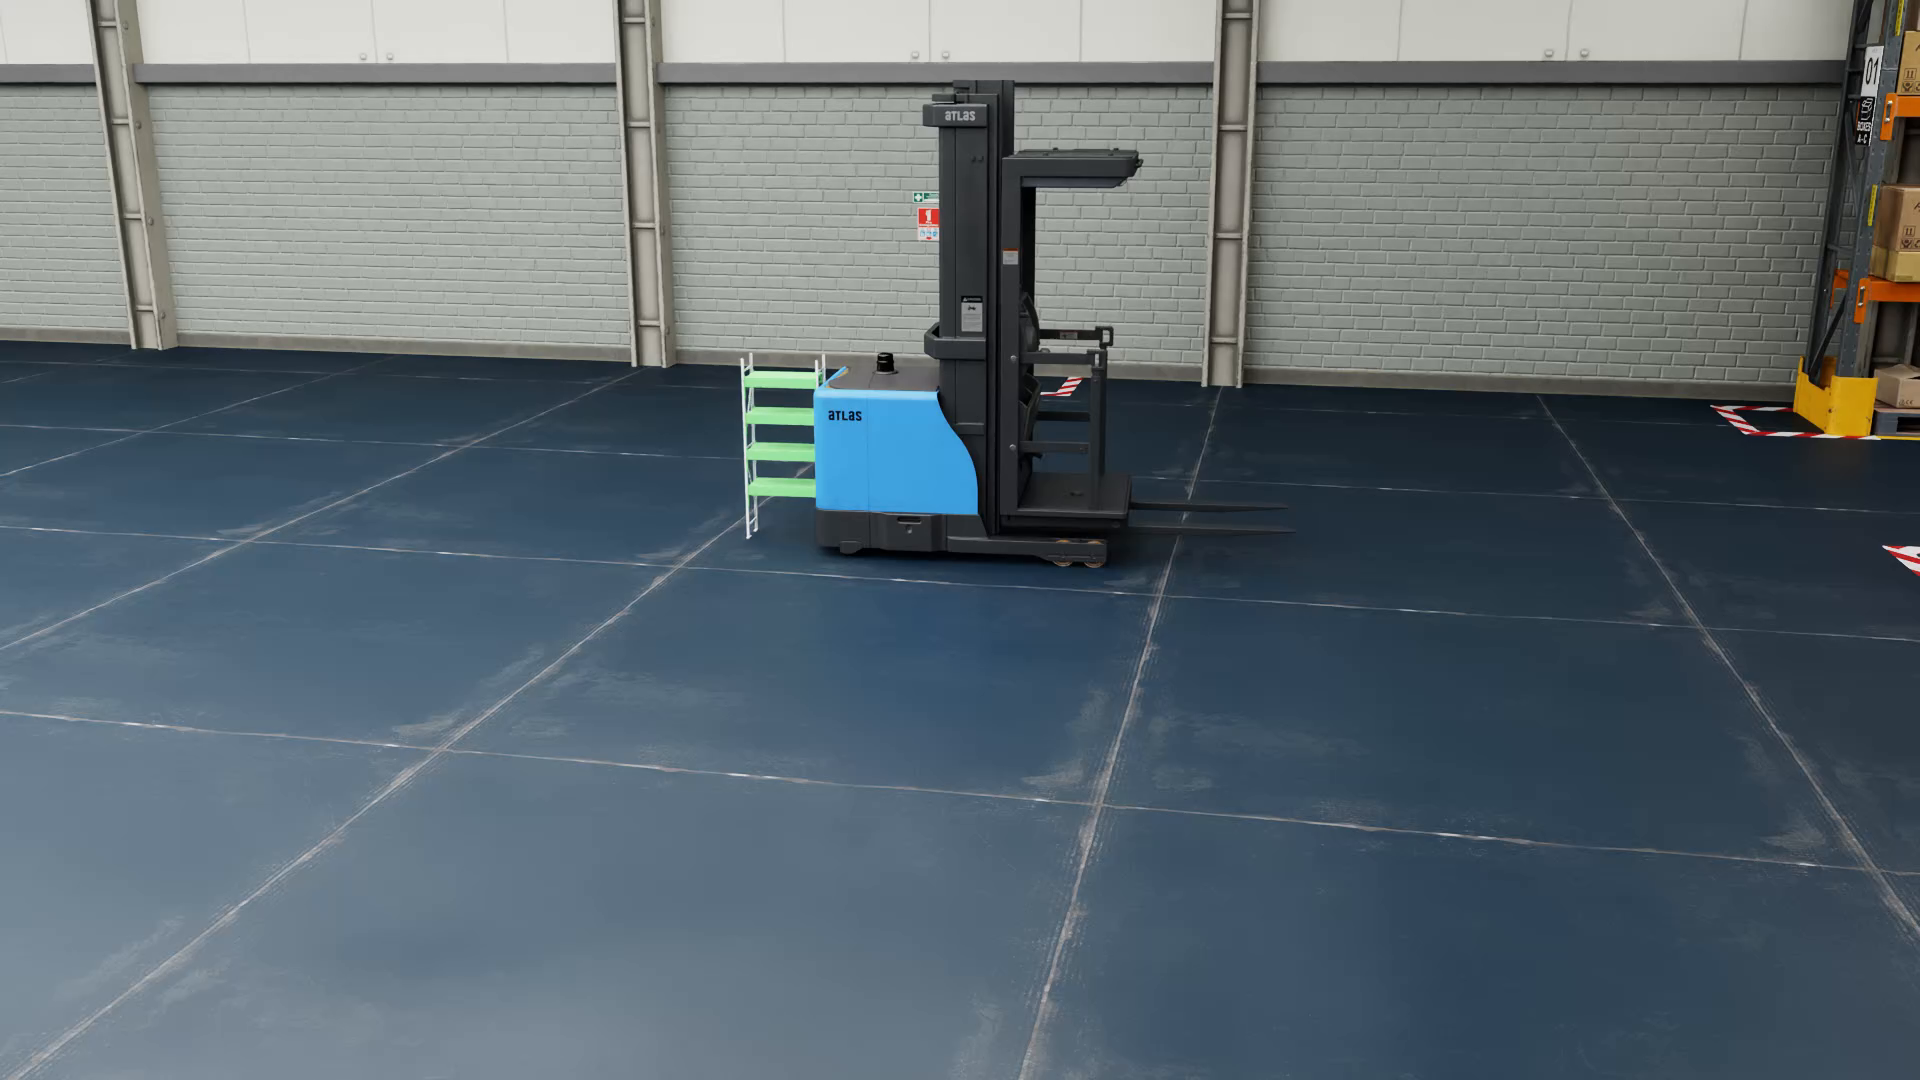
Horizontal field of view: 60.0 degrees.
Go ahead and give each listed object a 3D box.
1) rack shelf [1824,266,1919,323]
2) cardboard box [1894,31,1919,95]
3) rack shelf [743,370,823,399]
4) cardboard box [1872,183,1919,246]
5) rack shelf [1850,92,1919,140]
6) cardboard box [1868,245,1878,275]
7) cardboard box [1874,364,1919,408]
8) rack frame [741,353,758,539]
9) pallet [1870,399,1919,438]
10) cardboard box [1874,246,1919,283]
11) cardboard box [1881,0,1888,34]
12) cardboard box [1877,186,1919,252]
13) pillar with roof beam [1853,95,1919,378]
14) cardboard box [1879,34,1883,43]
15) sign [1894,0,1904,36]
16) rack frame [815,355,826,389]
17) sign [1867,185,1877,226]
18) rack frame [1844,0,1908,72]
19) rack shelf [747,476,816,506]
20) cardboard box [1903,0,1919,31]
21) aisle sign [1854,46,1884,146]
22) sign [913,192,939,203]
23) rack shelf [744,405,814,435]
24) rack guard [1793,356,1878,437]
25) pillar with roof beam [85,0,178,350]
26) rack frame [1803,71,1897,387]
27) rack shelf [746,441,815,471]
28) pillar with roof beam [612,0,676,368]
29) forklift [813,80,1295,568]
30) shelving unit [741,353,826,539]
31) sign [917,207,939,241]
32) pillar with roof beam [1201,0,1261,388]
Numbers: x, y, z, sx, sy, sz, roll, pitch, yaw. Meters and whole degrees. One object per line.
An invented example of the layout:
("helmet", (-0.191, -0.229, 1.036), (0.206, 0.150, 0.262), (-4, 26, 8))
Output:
("rack shelf", (9.600, -2.036, 14.072), (4.000, 0.370, 1.077), (3, 16, 11))
("cardboard box", (7.918, -3.910, 13.643), (0.500, 0.500, 0.500), (4, 16, 13))
("rack shelf", (-1.147, -1.012, 10.841), (0.480, 0.148, 0.258), (2, 16, 7))
("cardboard box", (8.144, -2.819, 14.387), (0.500, 0.500, 0.500), (3, 16, 10))
("rack shelf", (9.600, -3.482, 13.672), (4.000, 0.370, 1.077), (3, 16, 11))
("cardboard box", (8.136, -2.453, 14.471), (0.500, 0.250, 0.500), (3, 16, 12))
("cardboard box", (8.300, -1.345, 14.442), (0.500, 0.311, 0.500), (1, 16, 5))
("rack frame", (-1.389, -0.620, 10.982), (0.015, 1.200, 0.240), (2, 16, 7))
("pallet", (8.503, -1.089, 14.528), (1.213, 0.211, 1.003), (3, 16, 11))
("cardboard box", (8.055, -2.318, 13.984), (0.500, 0.250, 0.500), (3, 16, 9))
("cardboard box", (8.114, -4.520, 13.974), (0.500, 0.500, 0.500), (4, 16, 14))
("cardboard box", (8.048, -2.684, 13.902), (0.500, 0.500, 0.500), (3, 16, 11))
("pillar with roof beam", (7.640, -4.443, 10.176), (0.400, 9.000, 9.100), (3, 16, 11))
("cardboard box", (8.099, -4.037, 14.103), (0.500, 0.500, 0.500), (4, 16, 15))
("sign", (7.532, -4.214, 13.330), (0.005, 0.325, 0.100), (3, 16, 11))
("rack frame", (-0.905, -0.603, 10.922), (0.015, 1.200, 0.240), (2, 16, 7))
("sign", (7.532, -2.765, 13.732), (0.005, 0.325, 0.100), (3, 16, 11))
("rack frame", (7.640, -5.381, 13.559), (0.127, 3.000, 1.000), (3, 16, 11))
("rack shelf", (-1.147, -0.319, 11.033), (0.480, 0.148, 0.258), (2, 16, 7))
("cardboard box", (7.969, -4.391, 13.507), (0.500, 0.500, 0.500), (2, 16, 7))
("aisle sign", (7.509, -3.668, 13.743), (0.004, 0.787, 0.394), (3, 16, 11))
("sign", (-0.314, -3.465, 16.824), (0.331, 0.109, 0.001), (3, 16, 11))
("rack shelf", (-1.147, -0.781, 10.905), (0.480, 0.148, 0.258), (2, 16, 7))
("rack guard", (7.714, -1.281, 14.679), (0.348, 0.500, 1.175), (3, 16, 11))
("pillar with roof beam", (-9.999, -5.401, 13.633), (0.400, 9.000, 9.100), (3, 16, 11))
("rack frame", (7.640, -2.489, 14.360), (0.127, 3.000, 1.000), (3, 16, 11))
("rack shelf", (-1.147, -0.550, 10.969), (0.480, 0.148, 0.258), (2, 16, 7))
("pillar with roof beam", (-4.119, -5.082, 12.481), (0.400, 9.000, 9.100), (3, 16, 11))
("forklift", (0.625, -1.391, 10.522), (3.031, 2.935, 1.130), (2, 16, 7))
("shelving unit", (-1.147, -0.611, 10.952), (0.503, 1.200, 0.258), (2, 16, 7))
("sign", (-0.317, -3.213, 16.904), (0.234, 0.329, 0.001), (3, 16, 11))
("pillar with roof beam", (1.760, -4.763, 11.328), (0.400, 9.000, 9.100), (3, 16, 11))
